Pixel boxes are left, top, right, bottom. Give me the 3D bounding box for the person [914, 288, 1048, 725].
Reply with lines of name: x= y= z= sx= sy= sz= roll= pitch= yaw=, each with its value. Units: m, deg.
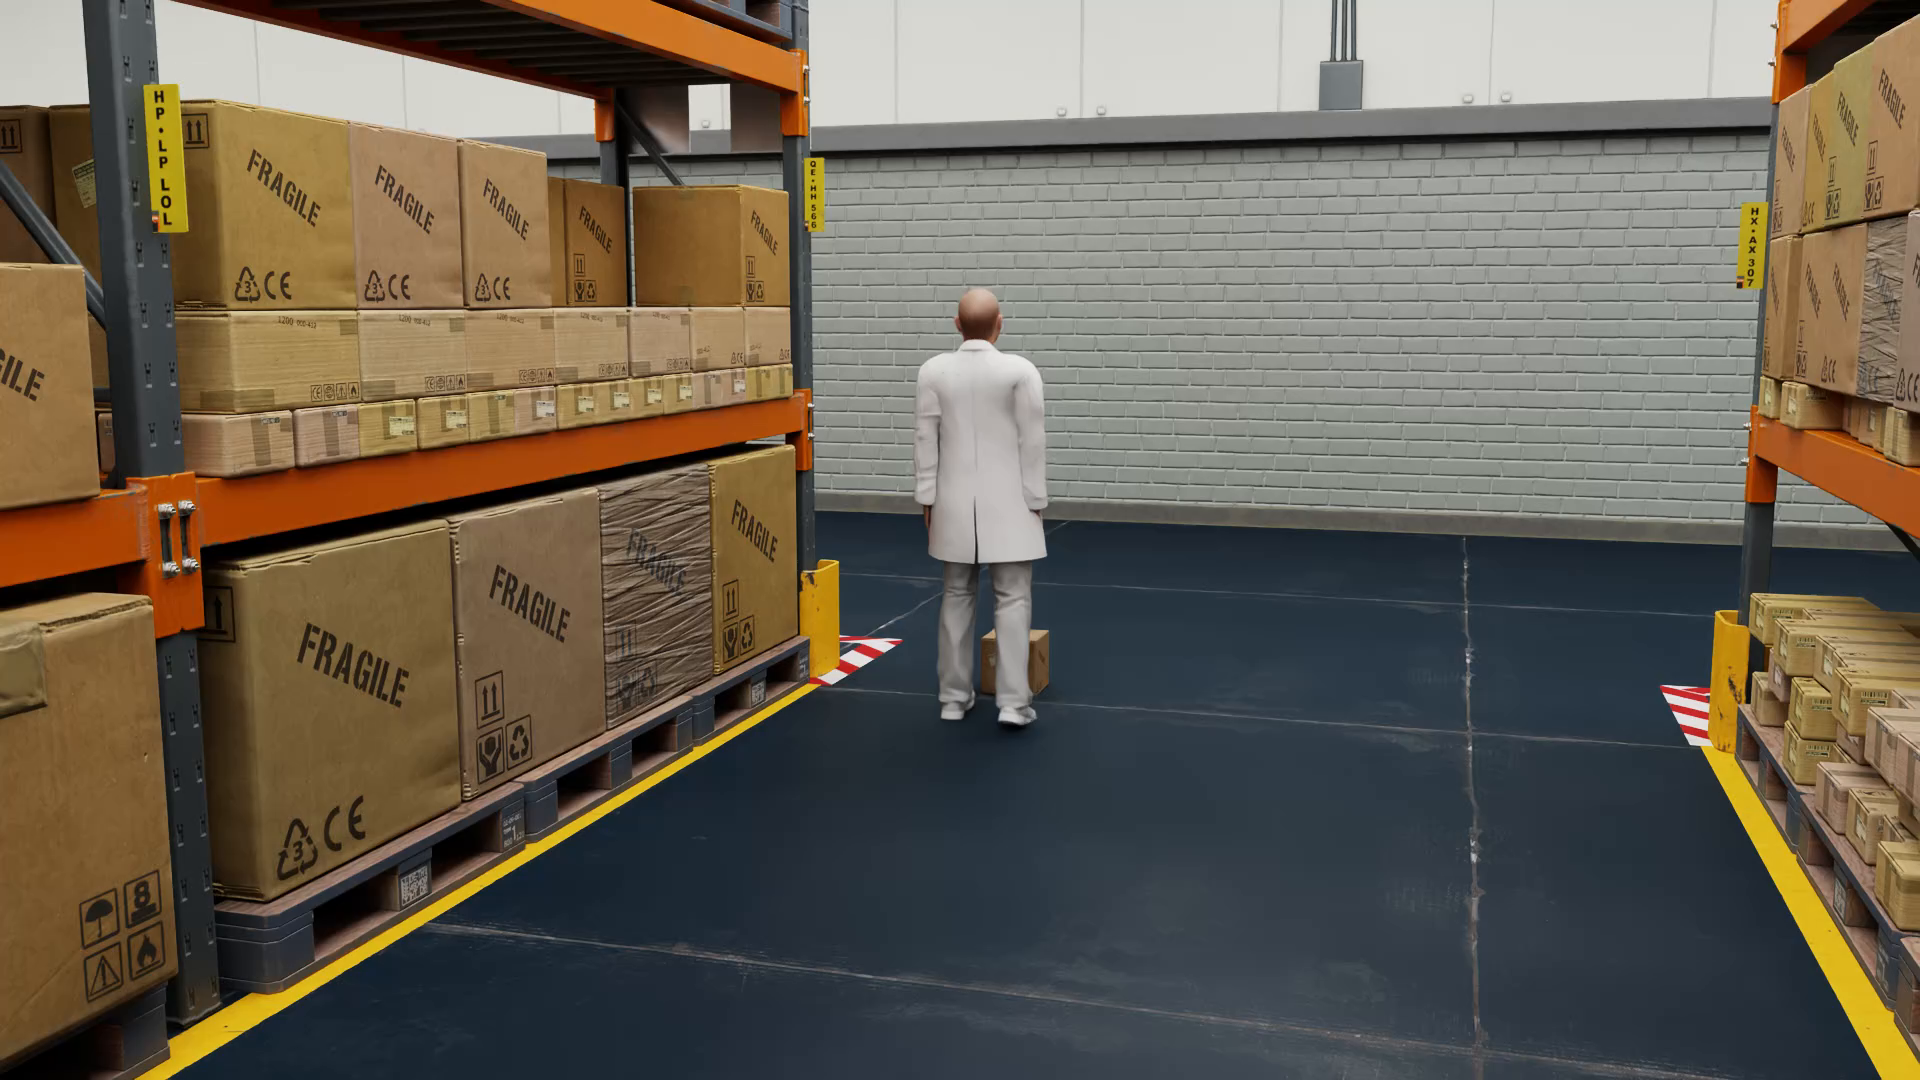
person: x=0.087 y=-0.119 z=6.860 sx=0.566 sy=1.818 sz=0.438 roll=2 pitch=9 yaw=16
